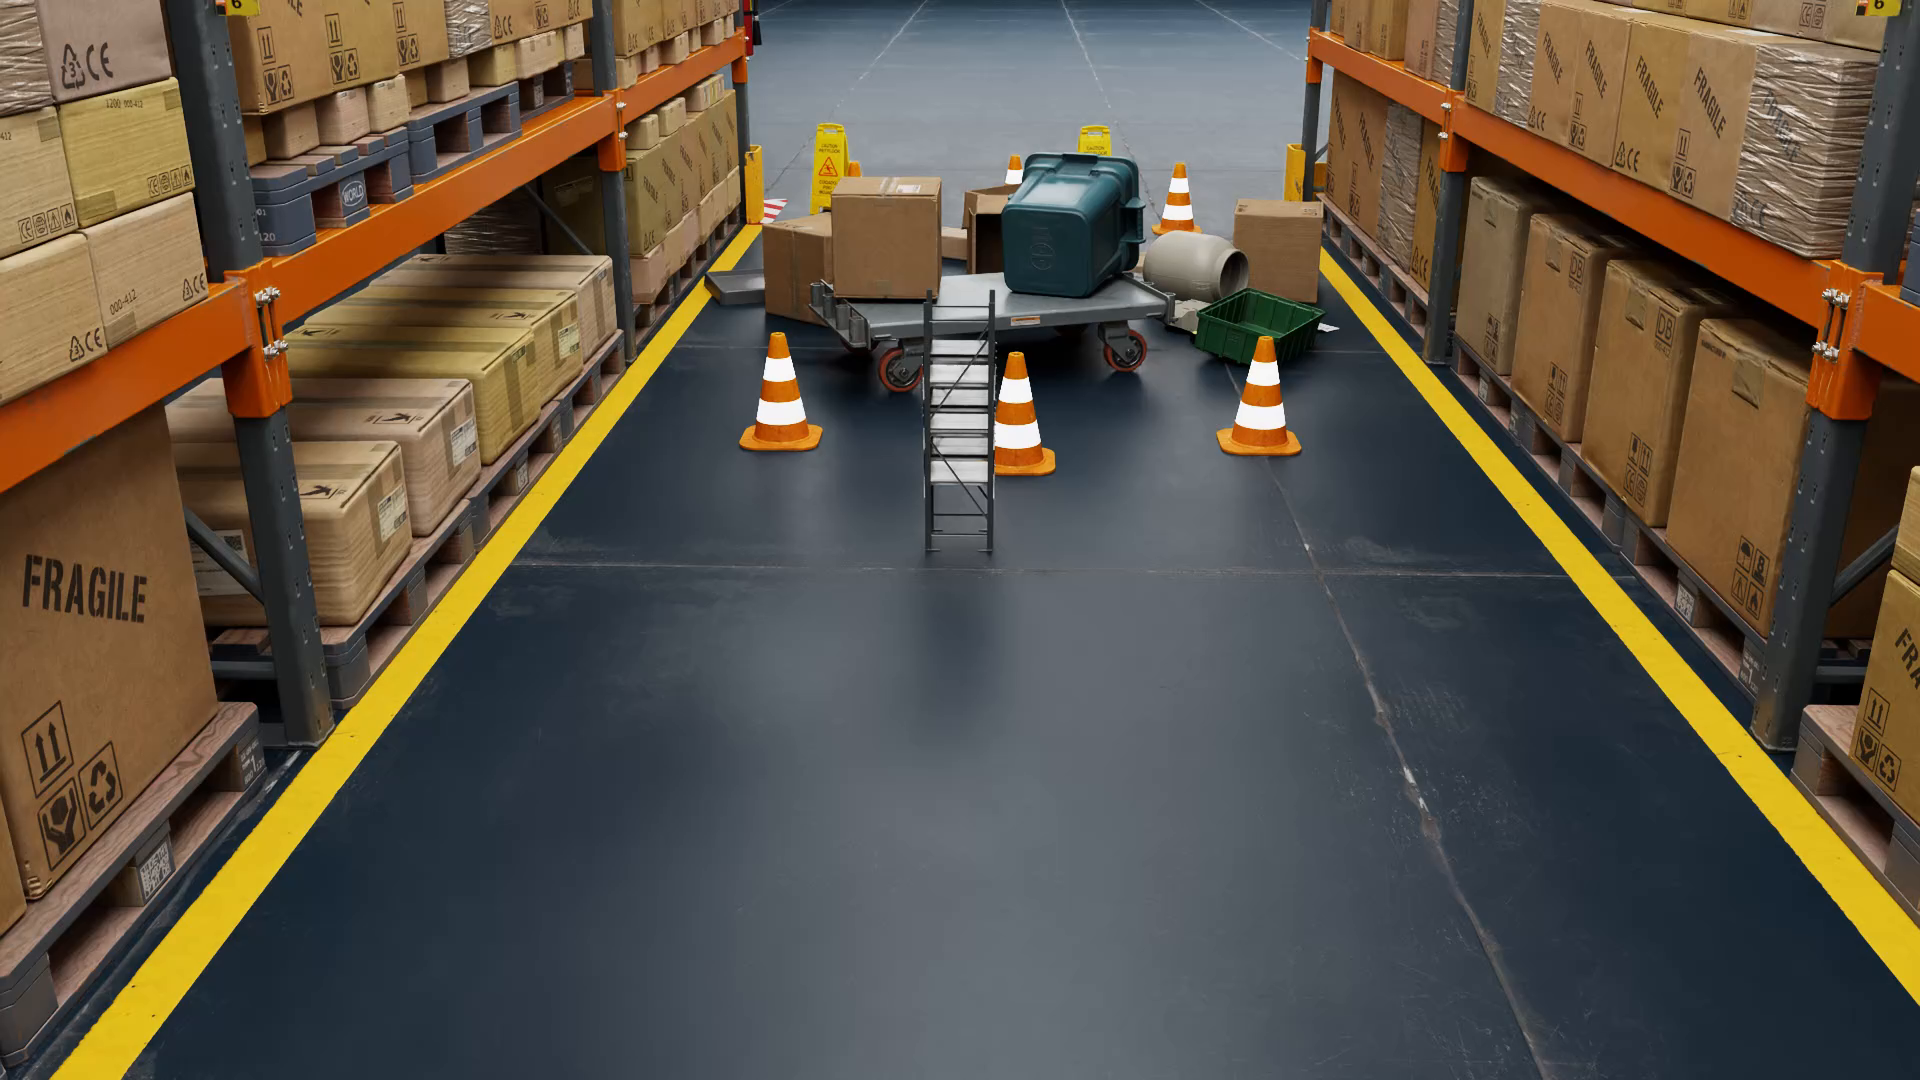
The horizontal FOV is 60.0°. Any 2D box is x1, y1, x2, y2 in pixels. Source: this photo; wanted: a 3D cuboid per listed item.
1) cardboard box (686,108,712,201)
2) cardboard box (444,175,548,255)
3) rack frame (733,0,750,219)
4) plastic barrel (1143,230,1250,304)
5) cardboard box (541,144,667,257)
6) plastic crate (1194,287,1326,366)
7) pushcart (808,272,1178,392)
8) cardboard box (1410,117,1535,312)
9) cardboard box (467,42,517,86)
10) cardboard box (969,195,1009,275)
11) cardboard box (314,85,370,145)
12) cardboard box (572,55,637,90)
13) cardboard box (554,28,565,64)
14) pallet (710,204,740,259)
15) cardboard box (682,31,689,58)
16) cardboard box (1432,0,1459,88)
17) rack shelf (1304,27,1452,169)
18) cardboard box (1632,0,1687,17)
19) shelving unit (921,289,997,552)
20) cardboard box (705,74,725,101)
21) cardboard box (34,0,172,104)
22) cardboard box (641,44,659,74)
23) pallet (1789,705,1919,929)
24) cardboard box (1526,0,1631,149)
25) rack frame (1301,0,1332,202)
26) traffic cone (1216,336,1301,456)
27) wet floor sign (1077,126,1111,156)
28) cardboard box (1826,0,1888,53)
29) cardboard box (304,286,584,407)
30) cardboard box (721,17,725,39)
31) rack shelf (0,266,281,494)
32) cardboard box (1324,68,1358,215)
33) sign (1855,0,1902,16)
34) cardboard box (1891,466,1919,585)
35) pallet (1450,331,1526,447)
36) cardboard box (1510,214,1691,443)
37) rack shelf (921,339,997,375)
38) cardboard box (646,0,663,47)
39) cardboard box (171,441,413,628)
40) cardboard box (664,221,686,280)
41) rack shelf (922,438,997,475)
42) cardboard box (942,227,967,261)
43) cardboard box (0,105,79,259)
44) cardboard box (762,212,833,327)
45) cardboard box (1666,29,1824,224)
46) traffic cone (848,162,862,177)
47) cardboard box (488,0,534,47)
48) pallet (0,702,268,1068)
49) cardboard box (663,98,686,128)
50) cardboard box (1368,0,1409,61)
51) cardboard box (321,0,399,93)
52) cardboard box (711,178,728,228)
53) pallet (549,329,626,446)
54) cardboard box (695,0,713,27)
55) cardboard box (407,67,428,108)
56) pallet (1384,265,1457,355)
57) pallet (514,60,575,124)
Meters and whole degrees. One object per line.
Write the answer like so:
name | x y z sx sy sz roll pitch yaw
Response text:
cardboard box | -1.806 -2.343 10.105 0.500 0.500 0.500 0 21 0
cardboard box | -2.379 -1.778 8.647 0.500 0.500 0.500 0 21 1
rack frame | -2.007 -3.743 11.530 1.000 3.000 0.127 1 21 2
plastic barrel | 1.323 -1.505 9.323 0.512 0.421 0.421 18 27 38
cardboard box | -1.841 -1.771 8.630 0.500 0.500 0.500 2 21 4
plastic crate | 1.517 -1.072 8.454 0.450 0.188 0.662 23 29 25
pushcart | 0.151 -1.068 8.259 1.648 0.377 0.936 -7 22 -17
cardboard box | 2.911 -1.711 8.649 0.875 0.875 0.875 1 21 2
cardboard box | -1.914 -1.818 6.334 0.380 0.149 0.250 1 21 2
cardboard box | 0.449 -1.642 9.377 0.797 0.637 0.503 1 21 2
cardboard box | -1.959 -1.245 4.858 0.380 0.149 0.250 -1 21 -2
cardboard box | -1.799 -2.290 8.132 0.380 0.149 0.250 1 21 1
cardboard box | -1.895 -2.092 7.039 0.380 0.149 0.250 0 21 0
pallet | -2.070 -2.123 11.208 1.003 0.211 1.213 1 21 2
cardboard box | -1.771 -2.844 9.560 0.380 0.149 0.250 1 21 1
cardboard box | 2.821 -2.483 8.073 0.875 0.550 0.550 1 21 2
rack shelf | 2.882 -2.667 9.750 1.077 0.370 4.000 1 21 2
cardboard box | 2.766 -2.061 5.674 0.700 0.500 0.500 0 21 1
shelving unit | 0.000 -0.417 5.859 0.258 0.900 0.210 1 21 2
cardboard box | -1.715 -2.883 10.601 0.380 0.149 0.250 1 21 3
cardboard box | -2.005 -1.174 3.387 0.500 0.500 0.500 0 21 0
cardboard box | -1.823 -2.568 8.847 0.380 0.149 0.250 1 21 3
pallet | 2.675 0.750 3.805 1.003 0.211 1.213 1 21 2
cardboard box | 2.504 -1.775 6.320 0.500 0.500 0.500 1 21 1
rack frame | 2.943 -3.725 11.484 1.000 3.000 0.127 1 21 2
traffic cone | 1.272 -0.628 7.008 0.336 0.463 0.334 1 21 2
wet floor sign | 0.965 -2.660 11.993 0.267 0.644 0.232 -3 21 -8
cardboard box | 2.724 -1.508 4.248 0.700 0.500 0.500 1 21 1
cardboard box | -2.161 -0.818 7.043 0.950 0.372 0.625 2 21 5
cardboard box | -1.731 -3.303 10.743 0.380 0.149 0.250 0 21 1
rack shelf | -2.312 0.208 2.342 1.077 0.370 4.000 1 21 2
cardboard box | 2.989 -2.685 11.158 0.875 0.875 0.875 1 21 2
sign | 2.145 -1.378 3.832 0.100 0.325 0.005 1 21 2
cardboard box | 2.437 0.034 3.634 0.500 0.250 0.500 0 21 -1
pallet | 2.874 -0.699 7.540 1.003 0.211 1.213 1 21 2
cardboard box | 2.860 -0.852 6.608 1.050 0.750 0.750 1 21 2
rack shelf | 0.000 -0.637 5.773 0.258 0.077 0.200 1 21 2
cardboard box | -1.845 -2.820 8.601 0.500 0.500 0.500 1 21 1
cardboard box | -2.224 -0.026 5.001 0.950 0.372 0.625 -1 21 -2
cardboard box | -1.836 -1.615 9.264 0.500 0.250 0.500 2 21 5
rack shelf | 0.000 -0.302 5.903 0.258 0.077 0.200 1 21 2
cardboard box | -0.028 -1.918 10.768 0.380 0.149 0.250 13 25 29
cardboard box | -2.023 -0.651 3.075 0.500 0.250 0.500 0 21 0
cardboard box | -0.736 -1.505 9.214 0.500 0.500 0.500 18 27 38
cardboard box | 2.462 -1.226 4.903 0.500 0.500 0.500 1 21 2
traffic cone | -0.731 -2.391 11.552 0.336 0.463 0.334 1 21 2
cardboard box | -1.949 -2.143 6.275 0.500 0.500 0.500 1 21 3
pallet | -2.350 0.733 3.847 1.003 0.211 1.213 1 21 2
cardboard box | -1.758 -2.401 9.358 0.380 0.149 0.250 2 21 5
cardboard box | 2.865 -3.068 9.583 0.875 0.550 0.500 1 21 2
cardboard box | -1.997 -1.581 4.826 0.500 0.500 0.500 2 21 4
cardboard box | -1.787 -2.175 10.708 0.500 0.250 0.500 1 21 2
pallet | -2.151 -0.716 7.581 1.003 0.211 1.213 1 21 2
cardboard box | -1.787 -3.368 10.012 0.500 0.500 0.500 1 21 1
cardboard box | -2.031 -1.535 5.605 0.380 0.149 0.250 1 21 4
pallet | 2.923 -1.253 8.967 1.003 0.211 1.213 1 21 2
pallet | -2.298 -1.933 7.129 1.003 0.211 1.213 1 21 2
